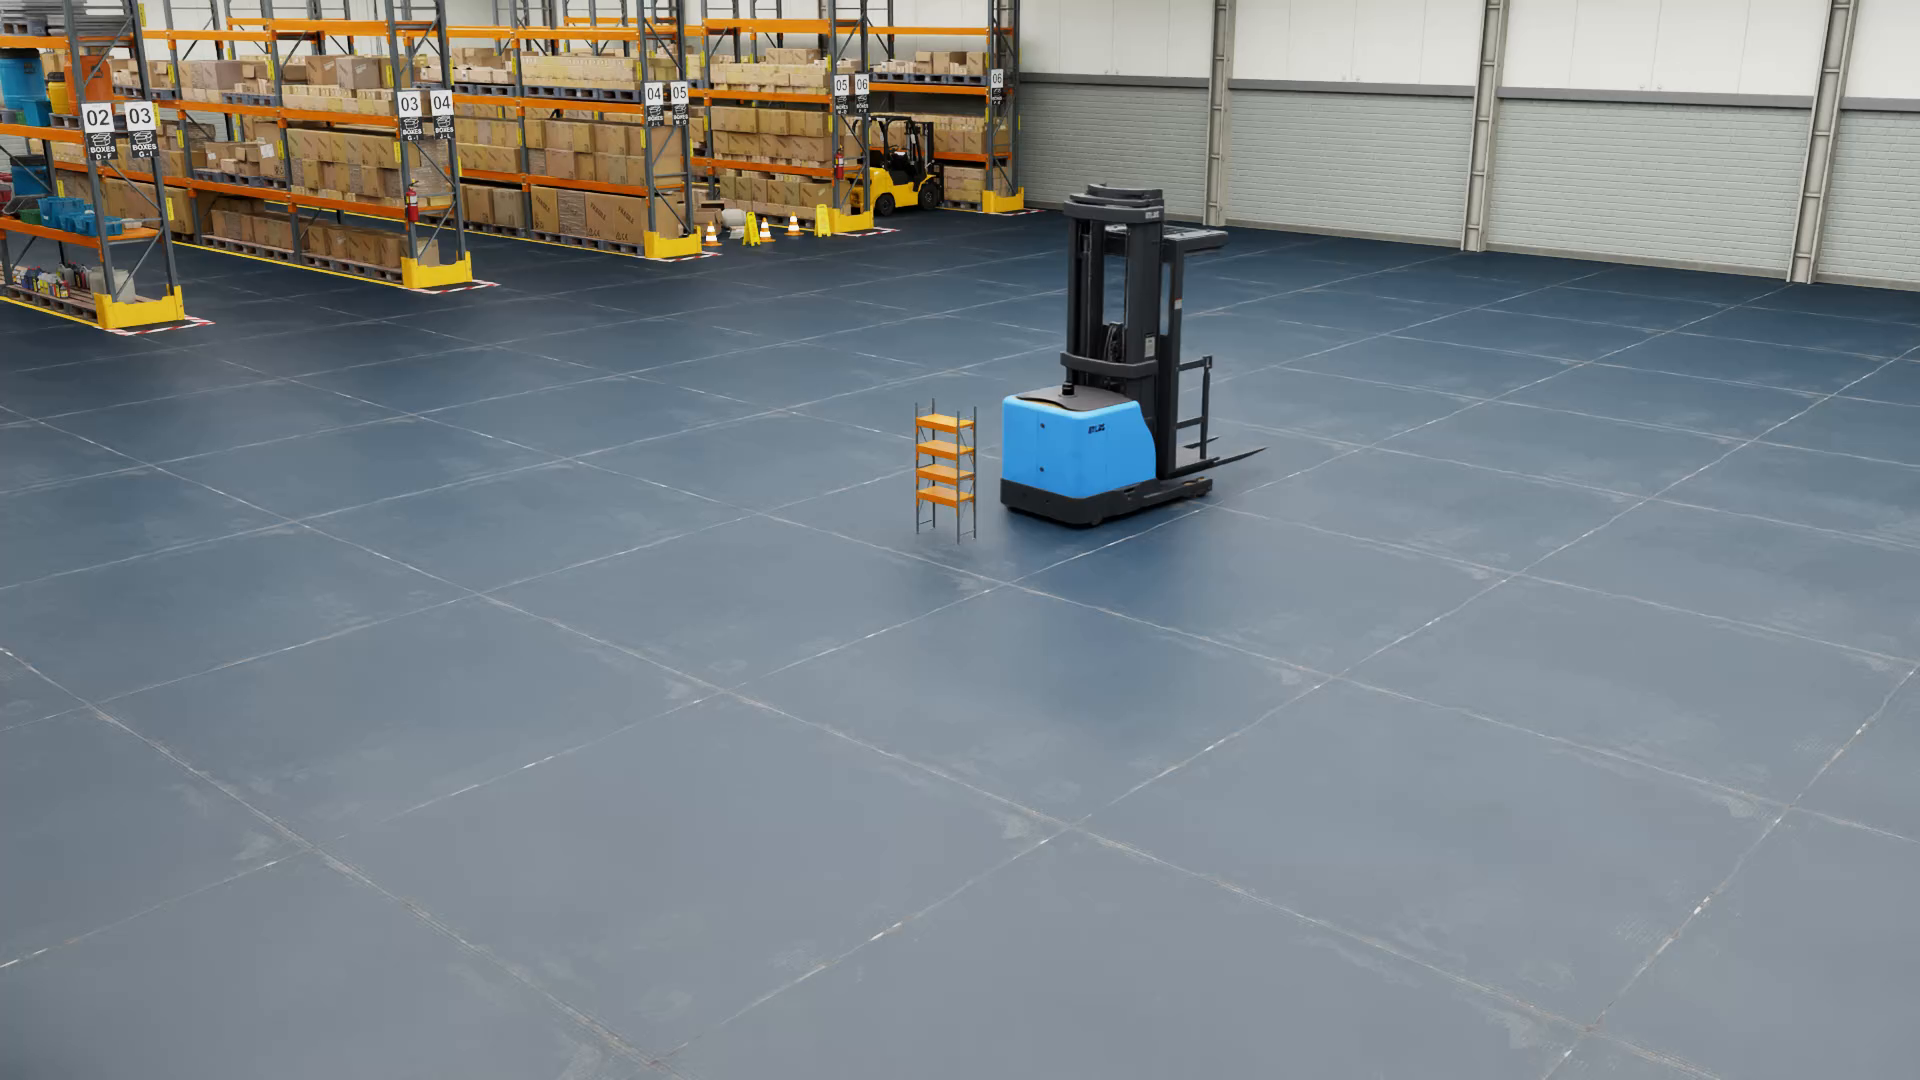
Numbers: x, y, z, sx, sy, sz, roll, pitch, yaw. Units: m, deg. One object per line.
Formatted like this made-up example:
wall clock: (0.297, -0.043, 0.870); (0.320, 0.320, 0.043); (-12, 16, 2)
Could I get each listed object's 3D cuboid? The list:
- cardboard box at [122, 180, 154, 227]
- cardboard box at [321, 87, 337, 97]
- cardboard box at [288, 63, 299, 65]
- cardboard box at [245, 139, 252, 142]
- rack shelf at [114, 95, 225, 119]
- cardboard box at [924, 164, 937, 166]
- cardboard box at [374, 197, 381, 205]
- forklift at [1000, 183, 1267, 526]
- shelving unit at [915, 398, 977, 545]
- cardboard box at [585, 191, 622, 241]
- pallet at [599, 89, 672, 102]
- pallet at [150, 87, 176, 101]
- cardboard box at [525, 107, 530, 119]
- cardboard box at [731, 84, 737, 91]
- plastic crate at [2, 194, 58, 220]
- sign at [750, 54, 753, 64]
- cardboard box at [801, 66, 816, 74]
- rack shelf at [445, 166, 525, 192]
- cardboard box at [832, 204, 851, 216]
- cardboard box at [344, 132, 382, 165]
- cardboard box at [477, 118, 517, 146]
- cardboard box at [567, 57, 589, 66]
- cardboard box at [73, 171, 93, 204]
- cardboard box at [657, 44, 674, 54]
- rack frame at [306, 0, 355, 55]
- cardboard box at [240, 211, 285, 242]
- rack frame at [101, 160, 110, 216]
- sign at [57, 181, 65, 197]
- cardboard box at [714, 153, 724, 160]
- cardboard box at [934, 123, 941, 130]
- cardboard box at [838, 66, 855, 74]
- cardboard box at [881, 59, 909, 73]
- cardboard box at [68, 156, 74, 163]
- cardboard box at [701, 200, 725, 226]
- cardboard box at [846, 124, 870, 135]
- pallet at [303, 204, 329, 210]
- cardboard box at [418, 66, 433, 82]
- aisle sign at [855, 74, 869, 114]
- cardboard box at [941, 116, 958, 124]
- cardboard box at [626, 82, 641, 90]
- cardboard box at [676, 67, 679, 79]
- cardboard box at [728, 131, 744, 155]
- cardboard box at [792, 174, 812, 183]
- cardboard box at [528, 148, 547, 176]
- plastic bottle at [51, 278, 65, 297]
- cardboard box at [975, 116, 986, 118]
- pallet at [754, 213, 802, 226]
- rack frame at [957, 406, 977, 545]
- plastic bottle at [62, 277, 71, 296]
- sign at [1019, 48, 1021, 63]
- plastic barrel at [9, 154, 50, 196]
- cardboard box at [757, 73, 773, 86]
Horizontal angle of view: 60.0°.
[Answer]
cardboard box: (-16.692, -7.096, 34.880); (0.875, 0.875, 1.225); (14, 22, 37)
cardboard box: (-10.830, -7.766, 28.801); (0.250, 0.149, 0.380); (14, 23, 38)
cardboard box: (-15.380, -11.053, 38.991); (0.500, 0.250, 0.500); (14, 22, 37)
cardboard box: (-17.452, -9.858, 41.179); (0.250, 0.149, 0.380); (15, 23, 39)
rack shelf: (-16.357, -8.897, 33.967); (4.000, 0.370, 1.077); (15, 23, 39)
cardboard box: (-0.703, -8.860, 39.818); (0.500, 0.250, 0.500); (14, 23, 38)
cardboard box: (-9.812, -5.836, 28.505); (0.250, 0.149, 0.380); (15, 23, 39)
forklift: (1.793, -1.886, 15.757); (3.031, 2.935, 1.130); (-16, 24, -41)
shelving unit: (-0.124, -0.605, 14.583); (0.503, 1.200, 0.258); (15, 23, 39)
cardboard box: (-6.720, -6.389, 32.652); (0.875, 0.875, 0.875); (15, 23, 38)
pallet: (-6.071, -8.439, 31.479); (1.213, 0.211, 1.003); (15, 23, 39)
pallet: (-15.377, -8.866, 32.991); (1.003, 0.211, 1.213); (16, 24, 42)
cardboard box: (-10.737, -10.729, 41.690); (0.500, 0.500, 0.500); (15, 23, 39)
cardboard box: (-4.803, -9.950, 36.509); (0.250, 0.149, 0.380); (15, 23, 39)
plastic crate: (-14.849, -5.322, 26.572); (0.504, 0.338, 0.767); (15, 23, 39)
sign: (-5.353, -12.329, 42.735); (0.005, 0.325, 0.100); (15, 23, 39)
cardboard box: (-3.119, -9.843, 34.856); (0.250, 0.149, 0.380); (15, 23, 39)
rack shelf: (-9.997, -7.766, 35.362); (4.000, 0.370, 1.077); (15, 23, 39)
cardboard box: (-2.719, -7.159, 36.110); (0.500, 0.250, 0.500); (15, 23, 39)
cardboard box: (-10.203, -6.723, 28.576); (0.500, 0.500, 0.500); (15, 23, 39)
cardboard box: (-9.640, -8.535, 34.775); (0.500, 0.500, 0.700); (15, 23, 40)
cardboard box: (-7.316, -9.190, 31.938); (0.250, 0.149, 0.380); (15, 23, 39)
cardboard box: (-18.966, -7.731, 36.879); (0.875, 0.875, 0.875); (15, 23, 39)
cardboard box: (-7.989, -13.335, 45.141); (0.258, 0.266, 0.396); (15, 23, 39)
rack frame: (-14.485, -12.173, 38.142); (0.127, 3.000, 1.000); (15, 23, 39)
cardboard box: (-13.494, -6.076, 32.253); (0.700, 0.500, 0.500); (-16, 24, -41)
rack frame: (-17.852, -8.212, 35.577); (0.127, 3.000, 1.000); (15, 23, 39)
sign: (-14.783, -5.739, 27.328); (0.005, 0.325, 0.100); (15, 23, 39)
cardboard box: (-5.268, -8.592, 37.191); (0.250, 0.149, 0.380); (15, 23, 39)
cardboard box: (-0.428, -9.784, 39.291); (0.250, 0.149, 0.380); (15, 23, 40)
cardboard box: (-2.430, -9.852, 34.884); (0.250, 0.149, 0.380); (15, 23, 39)
cardboard box: (-1.539, -11.384, 39.903); (0.500, 0.311, 0.500); (16, 23, 40)
cardboard box: (-19.259, -8.337, 36.387); (0.250, 0.149, 0.380); (15, 23, 38)
cardboard box: (-5.393, -7.135, 36.310); (0.500, 0.500, 0.500); (-3, 18, -8)
cardboard box: (-2.536, -10.179, 41.197); (0.500, 0.250, 0.500); (14, 23, 38)
pallet: (-15.010, -8.112, 39.871); (1.213, 0.211, 1.003); (15, 23, 39)
cardboard box: (-11.743, -10.163, 36.601); (0.500, 0.500, 0.500); (15, 23, 39)
aisle sign: (-2.047, -9.341, 34.838); (0.004, 0.787, 0.394); (15, 23, 39)
cardboard box: (-0.239, -9.874, 39.085); (0.250, 0.149, 0.380); (16, 23, 41)
cardboard box: (-5.983, -8.452, 30.931); (0.250, 0.149, 0.380); (15, 23, 39)
cardboard box: (-6.199, -10.593, 37.676); (0.500, 0.250, 0.500); (15, 23, 40)
cardboard box: (-4.756, -8.790, 36.742); (0.500, 0.500, 0.500); (15, 23, 39)
cardboard box: (-3.391, -7.761, 35.696); (0.250, 0.149, 0.380); (16, 24, 41)
cardboard box: (-8.217, -7.708, 33.740); (0.550, 0.550, 0.875); (15, 23, 39)
plastic bottle: (-14.000, -3.920, 25.828); (0.135, 0.276, 0.152); (15, 23, 40)
cardboard box: (0.503, -9.893, 39.144); (0.250, 0.149, 0.380); (16, 23, 40)
pallet: (-3.849, -7.147, 36.831); (1.213, 0.211, 1.003); (15, 23, 39)
rack frame: (0.059, -0.556, 14.429); (0.015, 1.200, 0.240); (15, 23, 39)
plastic bottle: (-13.929, -3.948, 25.903); (0.133, 0.283, 0.061); (15, 23, 39)
sign: (1.366, -11.177, 38.385); (0.005, 0.325, 0.100); (15, 23, 39)
plastic barrel: (-15.244, -5.870, 27.369); (0.708, 0.901, 0.600); (15, 23, 39)
cardboard box: (-4.007, -9.892, 35.667); (0.500, 0.250, 0.500); (15, 23, 40)
